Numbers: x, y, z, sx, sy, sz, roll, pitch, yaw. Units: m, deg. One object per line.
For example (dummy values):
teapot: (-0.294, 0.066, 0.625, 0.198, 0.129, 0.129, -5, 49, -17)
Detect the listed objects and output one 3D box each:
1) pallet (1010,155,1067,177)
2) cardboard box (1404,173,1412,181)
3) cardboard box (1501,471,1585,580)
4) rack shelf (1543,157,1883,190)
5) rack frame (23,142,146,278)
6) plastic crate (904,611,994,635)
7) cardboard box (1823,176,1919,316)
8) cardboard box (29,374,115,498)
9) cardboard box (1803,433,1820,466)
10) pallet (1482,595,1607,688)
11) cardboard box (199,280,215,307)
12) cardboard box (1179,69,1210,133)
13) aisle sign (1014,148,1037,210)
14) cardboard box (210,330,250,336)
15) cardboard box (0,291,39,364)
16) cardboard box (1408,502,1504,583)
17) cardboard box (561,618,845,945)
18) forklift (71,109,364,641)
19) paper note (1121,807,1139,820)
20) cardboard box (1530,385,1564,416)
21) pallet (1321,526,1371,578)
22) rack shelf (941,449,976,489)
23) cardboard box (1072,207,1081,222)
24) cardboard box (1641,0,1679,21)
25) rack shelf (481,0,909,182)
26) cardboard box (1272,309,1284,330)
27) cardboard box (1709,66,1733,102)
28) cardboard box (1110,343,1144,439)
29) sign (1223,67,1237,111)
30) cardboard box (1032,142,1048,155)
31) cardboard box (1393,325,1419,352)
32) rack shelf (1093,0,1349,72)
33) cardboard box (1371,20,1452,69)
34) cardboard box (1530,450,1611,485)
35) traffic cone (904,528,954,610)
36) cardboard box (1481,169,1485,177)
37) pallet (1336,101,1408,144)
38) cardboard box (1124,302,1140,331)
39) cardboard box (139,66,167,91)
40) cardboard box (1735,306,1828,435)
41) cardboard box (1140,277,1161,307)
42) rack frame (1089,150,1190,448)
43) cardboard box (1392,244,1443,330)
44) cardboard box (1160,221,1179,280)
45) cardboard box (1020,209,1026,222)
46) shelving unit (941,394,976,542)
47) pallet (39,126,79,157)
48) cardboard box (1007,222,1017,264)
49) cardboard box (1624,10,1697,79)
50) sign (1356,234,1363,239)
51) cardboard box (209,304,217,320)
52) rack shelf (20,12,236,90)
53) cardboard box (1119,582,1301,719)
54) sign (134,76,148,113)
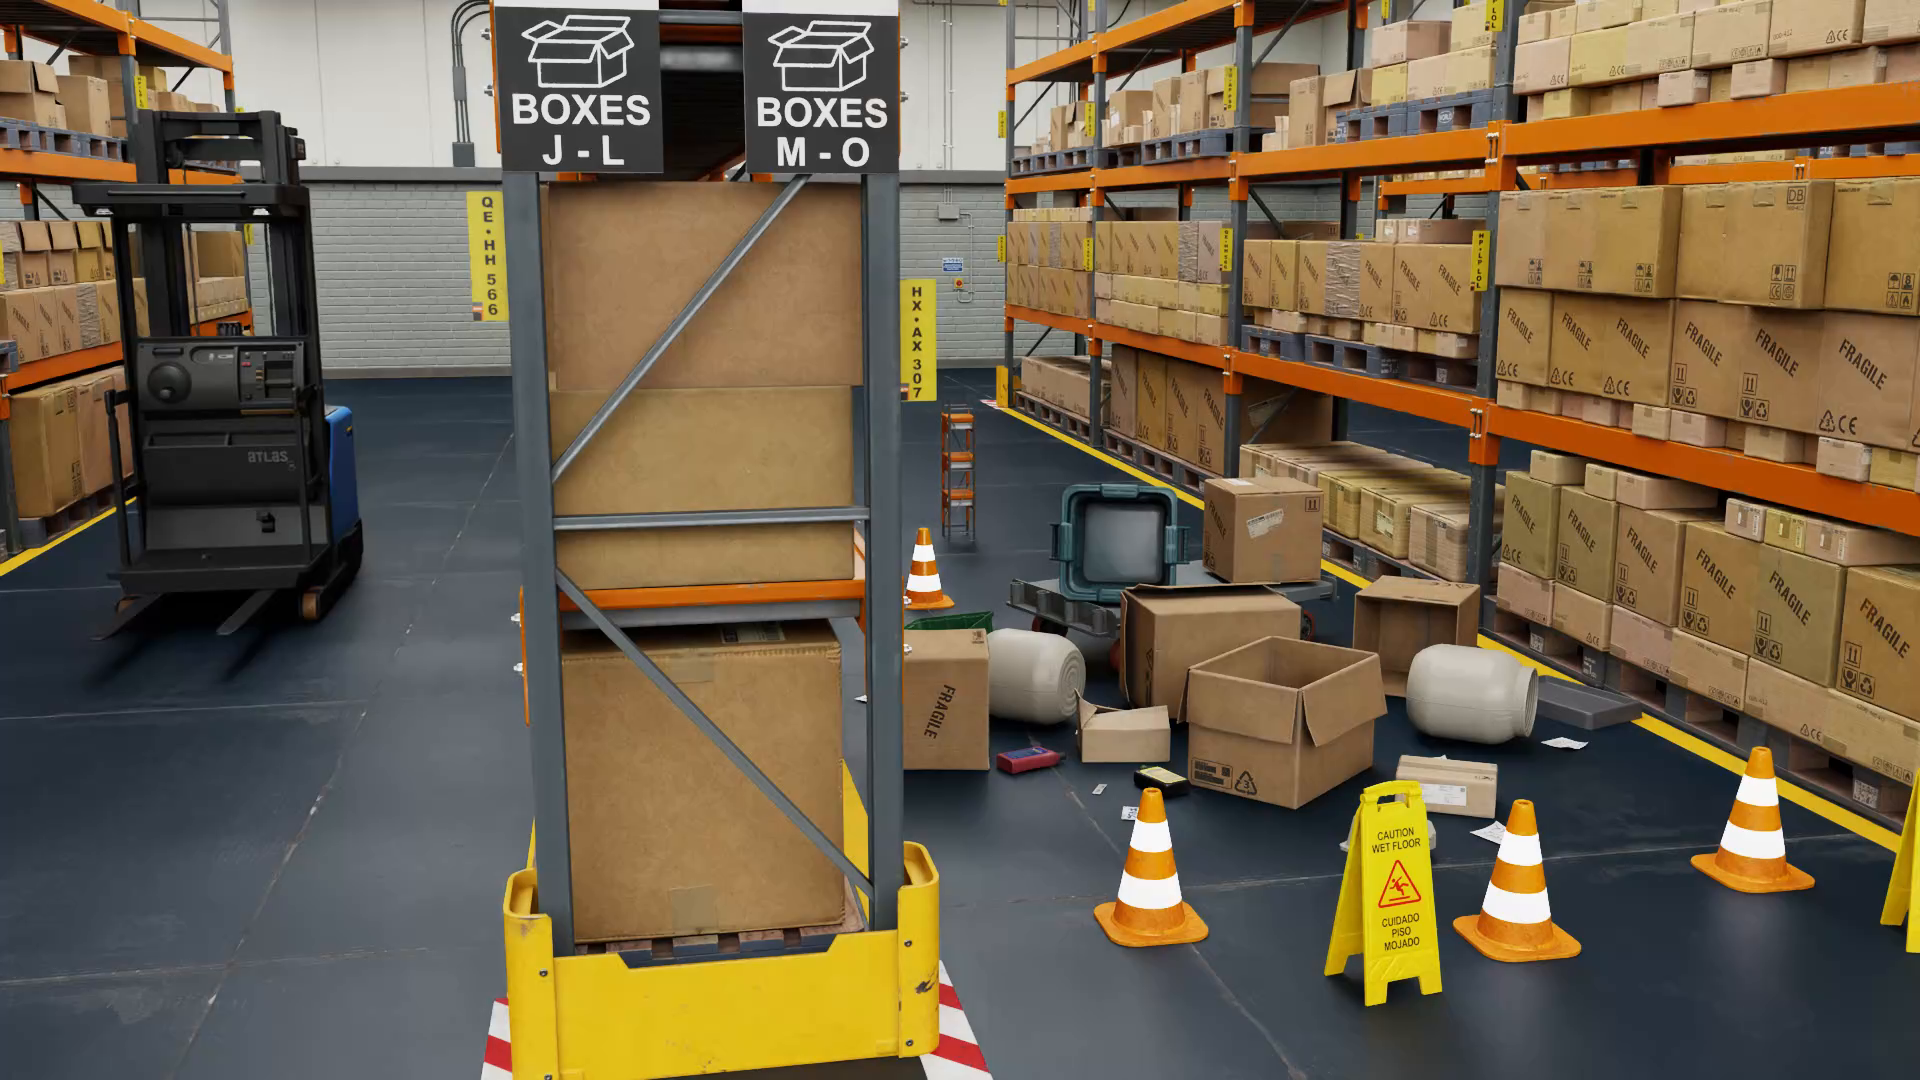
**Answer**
pallet: (1.220, -4.480, 19.925, 1.003, 0.211, 1.213, -2, 11, -11)
cardboard box: (5.844, -4.603, 21.006, 0.380, 0.149, 0.250, -2, 11, -10)
cardboard box: (3.249, -0.090, 8.874, 0.500, 0.500, 0.500, -2, 11, -8)
rack shelf: (7.100, -3.386, 15.867, 1.077, 0.370, 4.000, -2, 11, -11)
rack frame: (-7.878, -2.091, 15.162, 1.000, 3.000, 0.127, -2, 11, -11)
plastic crate: (-0.118, 0.551, 8.644, 0.450, 0.188, 0.662, -7, 8, 20)
cardboard box: (3.772, -1.116, 6.301, 0.700, 0.500, 0.500, -2, 11, -10)
cardboard box: (-7.379, -0.811, 12.996, 1.225, 0.875, 0.875, -2, 11, -11)
cardboard box: (3.716, -0.377, 6.825, 0.380, 0.149, 0.250, -2, 11, -10)
pallet: (3.564, 0.507, 8.967, 1.003, 0.211, 1.213, -2, 11, -11)
cardboard box: (-7.999, -2.536, 17.106, 0.500, 0.250, 0.500, -2, 11, -11)
cardboard box: (2.242, -3.622, 13.790, 0.700, 0.500, 0.500, -3, 11, -14)
aisle sign: (0.767, -4.465, 20.681, 0.394, 0.787, 0.004, -2, 11, -11)
cardboard box: (-8.453, -1.873, 18.574, 0.875, 0.875, 0.875, -2, 11, -11)
cardboard box: (-6.927, -1.506, 11.818, 0.500, 0.500, 0.500, -2, 11, -9)
cardboard box: (3.294, 0.004, 10.058, 0.950, 0.372, 0.625, -2, 11, -10)
cardboard box: (-0.856, 0.663, 5.249, 0.875, 0.875, 0.875, -2, 11, -11)
forklift: (-4.335, -1.008, 9.656, 1.130, 2.935, 3.031, -2, 11, -10)
paper note: (0.710, 1.065, 6.522, 0.144, 0.017, 0.142, 2, 11, 9)
cardboard box: (3.246, -0.747, 8.772, 0.380, 0.149, 0.250, -2, 11, -9)
pallet: (3.005, 0.018, 11.535, 1.003, 0.211, 1.213, -2, 11, -11)
rack shelf: (-0.010, -0.515, 12.152, 0.215, 0.259, 0.240, -2, 11, -11)
cardboard box: (1.420, -3.500, 17.885, 0.380, 0.149, 0.250, -2, 11, -11)
cardboard box: (3.384, -2.468, 7.660, 0.380, 0.149, 0.250, -2, 11, -13)
rack shelf: (-1.048, -1.539, 6.163, 1.077, 0.370, 4.000, -2, 11, -11)
cardboard box: (2.532, -1.630, 12.285, 0.380, 0.149, 0.250, -3, 11, -15)
cardboard box: (3.519, -1.985, 7.254, 0.380, 0.149, 0.250, -2, 11, -11)
cardboard box: (2.042, -1.503, 16.633, 0.875, 0.875, 0.875, -2, 11, -9)
sign: (2.075, -3.466, 12.767, 0.100, 0.325, 0.005, -2, 11, -11)
cardboard box: (1.051, -4.583, 19.512, 0.380, 0.149, 0.250, -2, 11, -9)
cardboard box: (2.909, -1.247, 10.273, 0.380, 0.149, 0.250, -2, 11, -12)
rack shelf: (2.232, -4.482, 14.672, 1.077, 0.370, 4.000, -2, 11, -11)
cardboard box: (2.941, -3.124, 10.507, 0.500, 0.250, 0.500, -2, 11, -10)
cardboard box: (3.214, -0.384, 8.682, 0.380, 0.149, 0.250, -2, 11, -10)
traffic cone: (-0.217, 0.159, 10.121, 0.336, 0.463, 0.334, -2, 11, -11)
cardboard box: (6.197, -4.228, 19.038, 0.380, 0.149, 0.250, -2, 11, -9)
pallet: (3.179, -2.673, 10.698, 1.213, 0.211, 1.003, -2, 11, -11)
cardboard box: (1.856, -2.098, 15.600, 0.500, 0.250, 0.500, -2, 11, -11)
cardboard box: (-8.273, -4.601, 16.659, 0.500, 0.250, 0.500, -2, 11, -13)
cardboard box: (3.614, -0.720, 6.891, 0.500, 0.500, 0.500, -2, 11, -11)
cardboard box: (1.953, -2.252, 15.069, 0.500, 0.250, 0.500, -2, 11, -13)
rack frame: (1.843, -2.452, 17.055, 1.000, 3.000, 0.127, -2, 11, -11)
cardboard box: (2.986, -1.553, 10.149, 0.500, 0.500, 0.500, -2, 11, -11)
cardboard box: (2.066, -2.529, 14.519, 0.500, 0.500, 0.500, -2, 11, -11)
cardboard box: (0.921, -3.872, 19.840, 0.380, 0.149, 0.250, -2, 11, -9)
shelving unit: (-0.010, -0.526, 12.150, 0.215, 1.050, 0.252, -2, 11, -11)
pallet: (-7.497, -3.060, 12.732, 1.003, 0.211, 1.213, -2, 11, -8)
cardboard box: (0.879, -3.627, 20.290, 0.500, 0.500, 0.500, -2, 11, -12)
cardboard box: (3.410, -2.253, 7.596, 0.500, 0.250, 0.500, -2, 11, -10)
sign: (3.151, -2.269, 13.213, 0.100, 0.325, 0.005, -2, 11, -11)
cardboard box: (-7.966, -2.368, 17.287, 0.380, 0.149, 0.250, -2, 11, -10)
rack shelf: (-8.267, -4.855, 16.633, 1.077, 0.370, 4.000, -2, 11, -11)
cardboard box: (1.162, 0.508, 7.821, 0.797, 0.637, 0.503, -2, 11, -11)
sign: (-7.347, -3.995, 14.917, 0.100, 0.325, 0.005, -2, 11, -11)
